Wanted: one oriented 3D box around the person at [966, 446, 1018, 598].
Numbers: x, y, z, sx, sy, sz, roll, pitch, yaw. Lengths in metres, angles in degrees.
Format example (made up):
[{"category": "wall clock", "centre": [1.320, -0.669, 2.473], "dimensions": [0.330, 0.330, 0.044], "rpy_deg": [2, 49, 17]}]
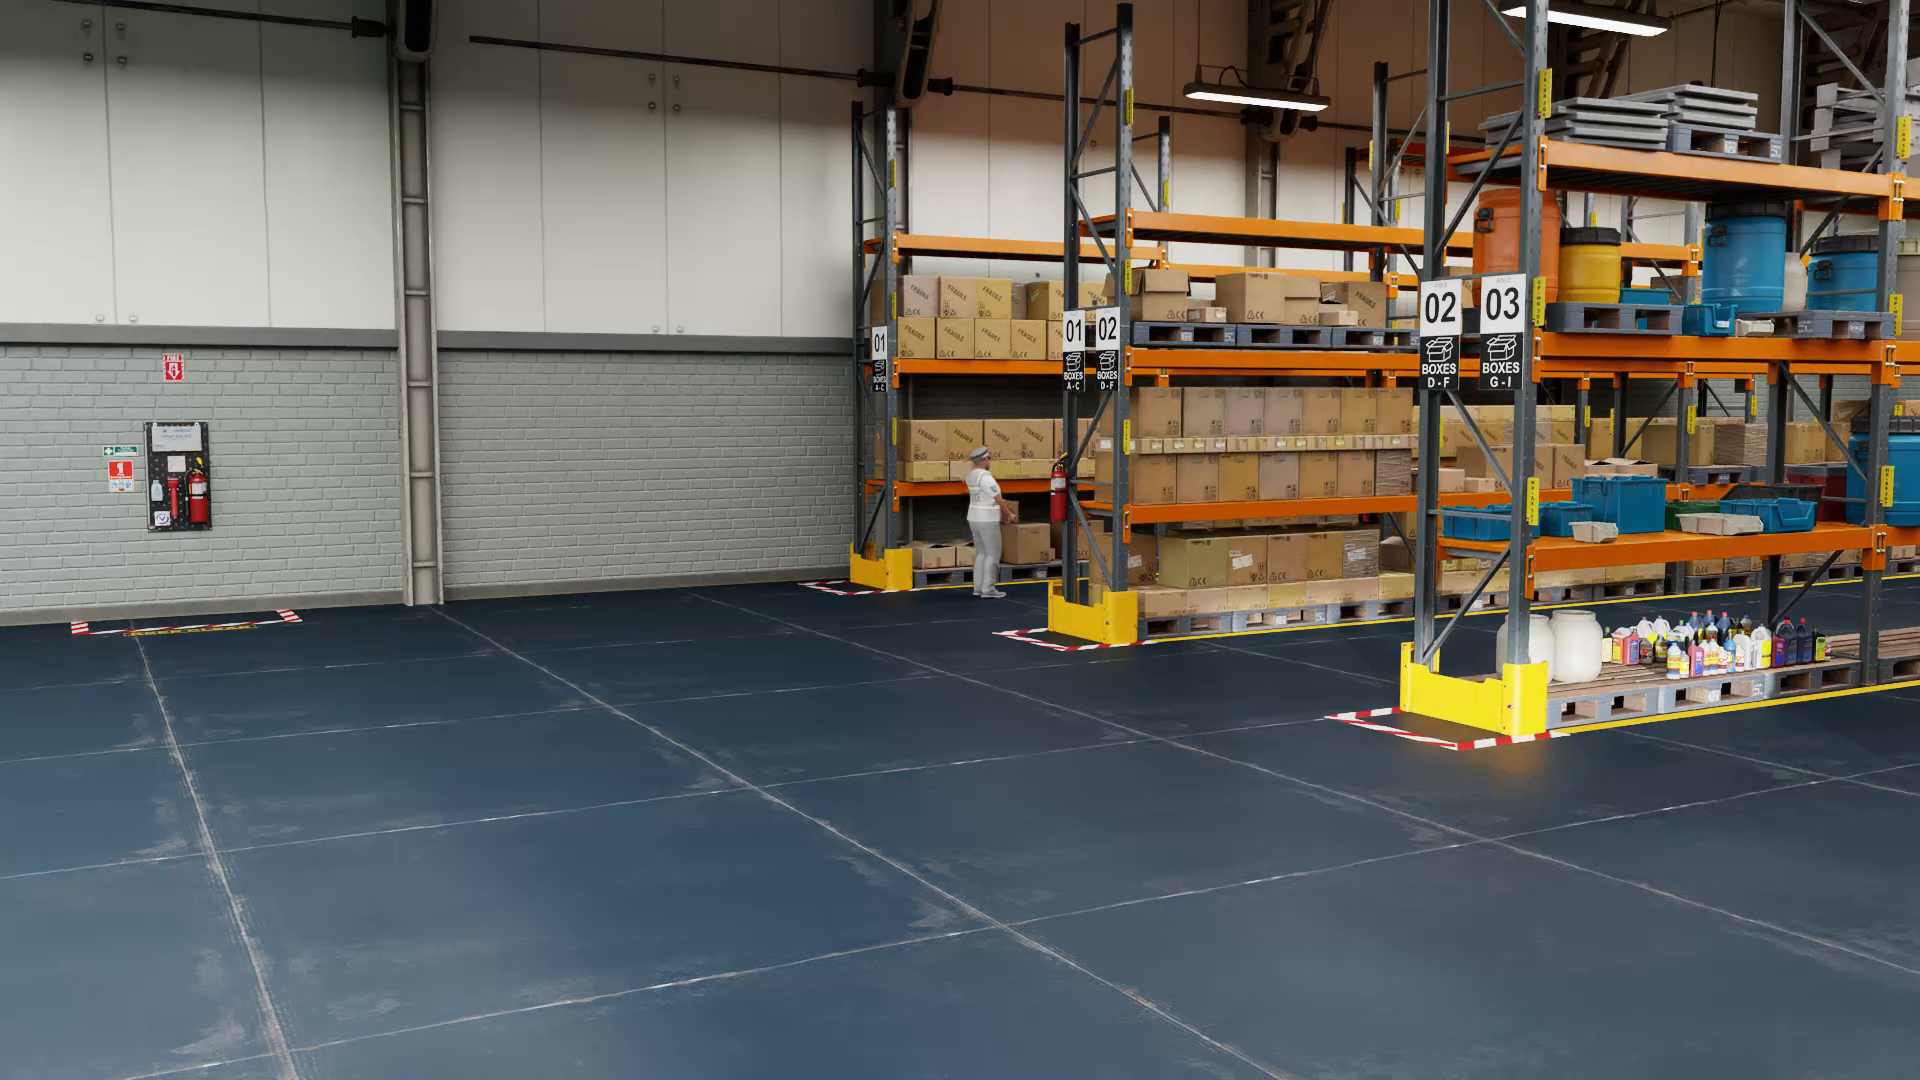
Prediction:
[{"category": "person", "centre": [0.366, -0.219, 19.564], "dimensions": [0.559, 1.775, 0.499], "rpy_deg": [-3, 6, -27]}]
